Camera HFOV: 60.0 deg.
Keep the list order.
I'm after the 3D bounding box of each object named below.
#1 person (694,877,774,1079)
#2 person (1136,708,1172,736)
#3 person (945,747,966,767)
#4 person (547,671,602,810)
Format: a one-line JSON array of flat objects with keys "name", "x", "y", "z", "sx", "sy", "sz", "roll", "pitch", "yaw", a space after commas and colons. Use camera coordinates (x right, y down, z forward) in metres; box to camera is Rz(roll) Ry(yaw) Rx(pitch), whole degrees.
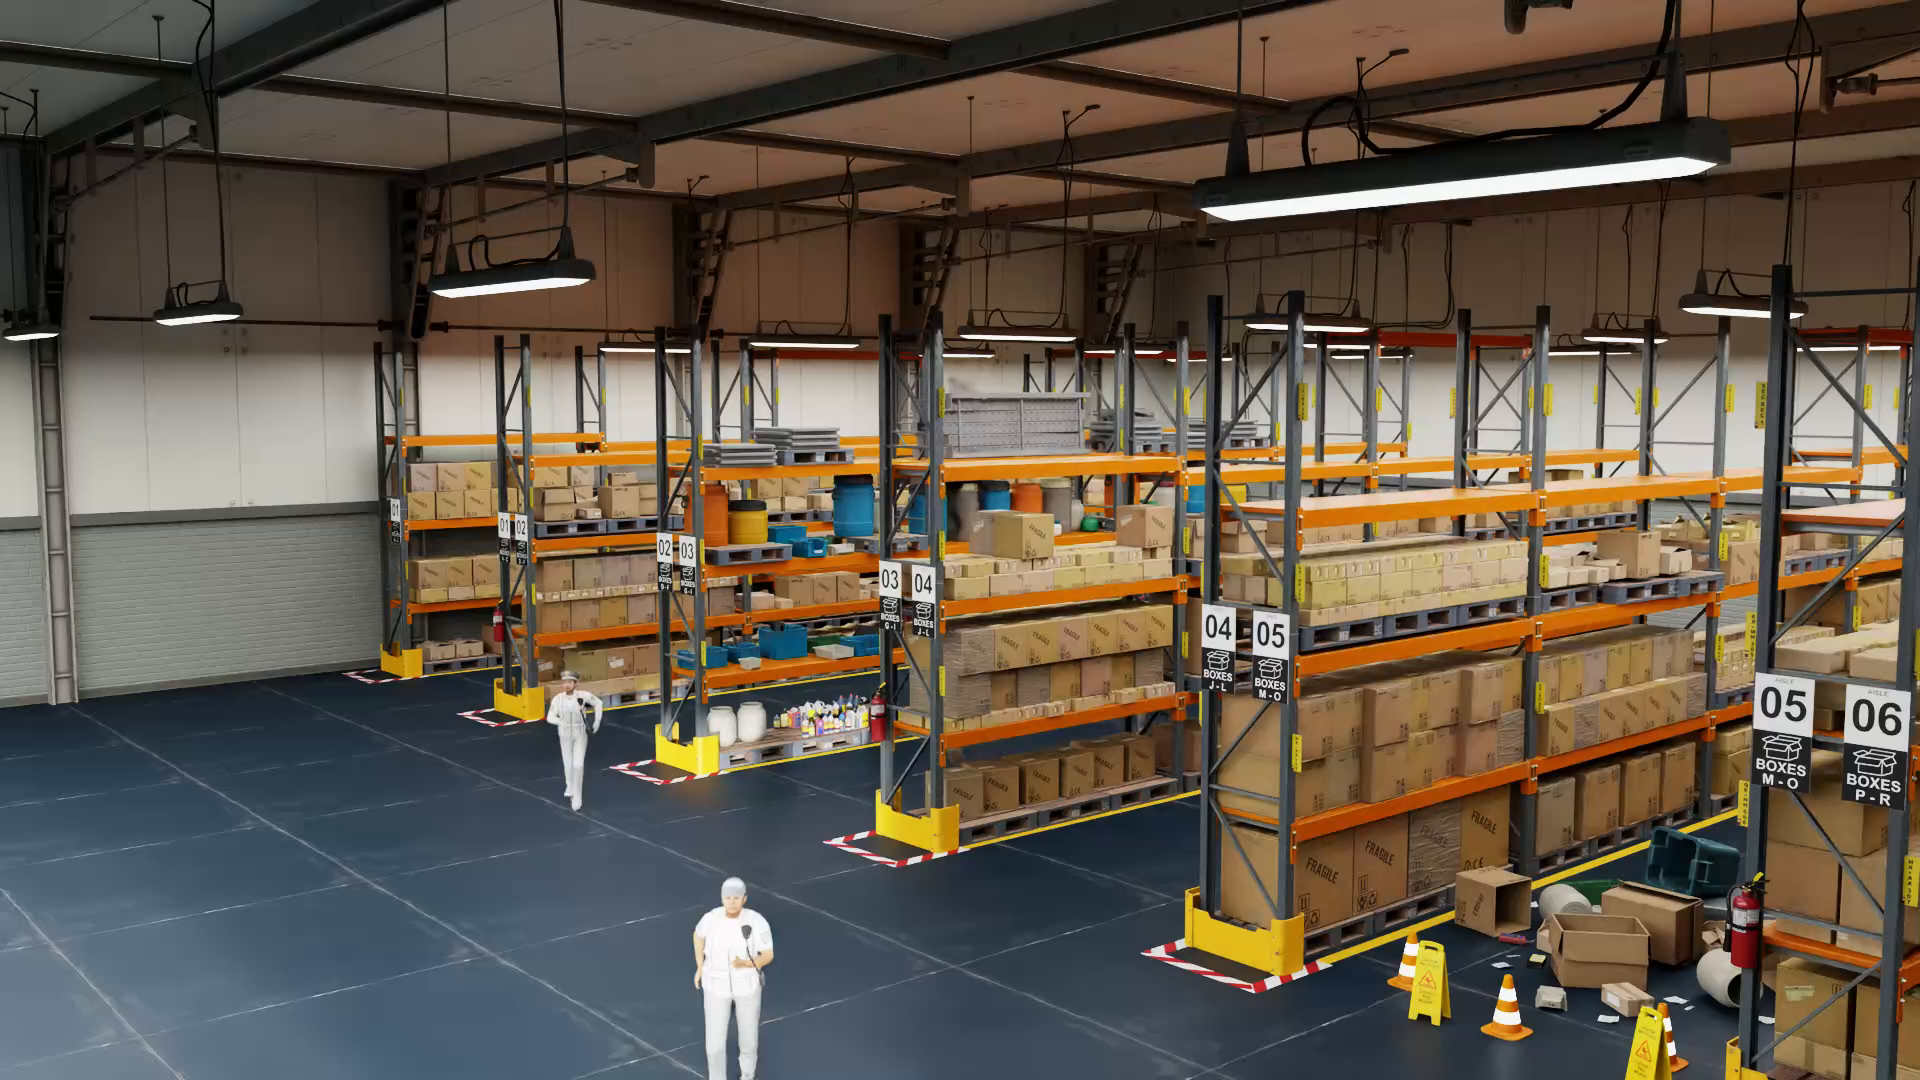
[{"name": "person", "x": -1.622, "y": 3.258, "z": 11.907, "sx": 0.579, "sy": 1.729, "sz": 0.748, "roll": -1, "pitch": 5, "yaw": -6}, {"name": "person", "x": 2.851, "y": 2.059, "z": 24.672, "sx": 0.795, "sy": 1.733, "sz": 0.712, "roll": -5, "pitch": 7, "yaw": -43}, {"name": "person", "x": -0.075, "y": 2.363, "z": 21.480, "sx": 0.640, "sy": 1.738, "sz": 0.702, "roll": 5, "pitch": 7, "yaw": 43}, {"name": "person", "x": -4.772, "y": 2.449, "z": 20.611, "sx": 0.626, "sy": 1.722, "sz": 0.860, "roll": 0, "pitch": 5, "yaw": -2}]
